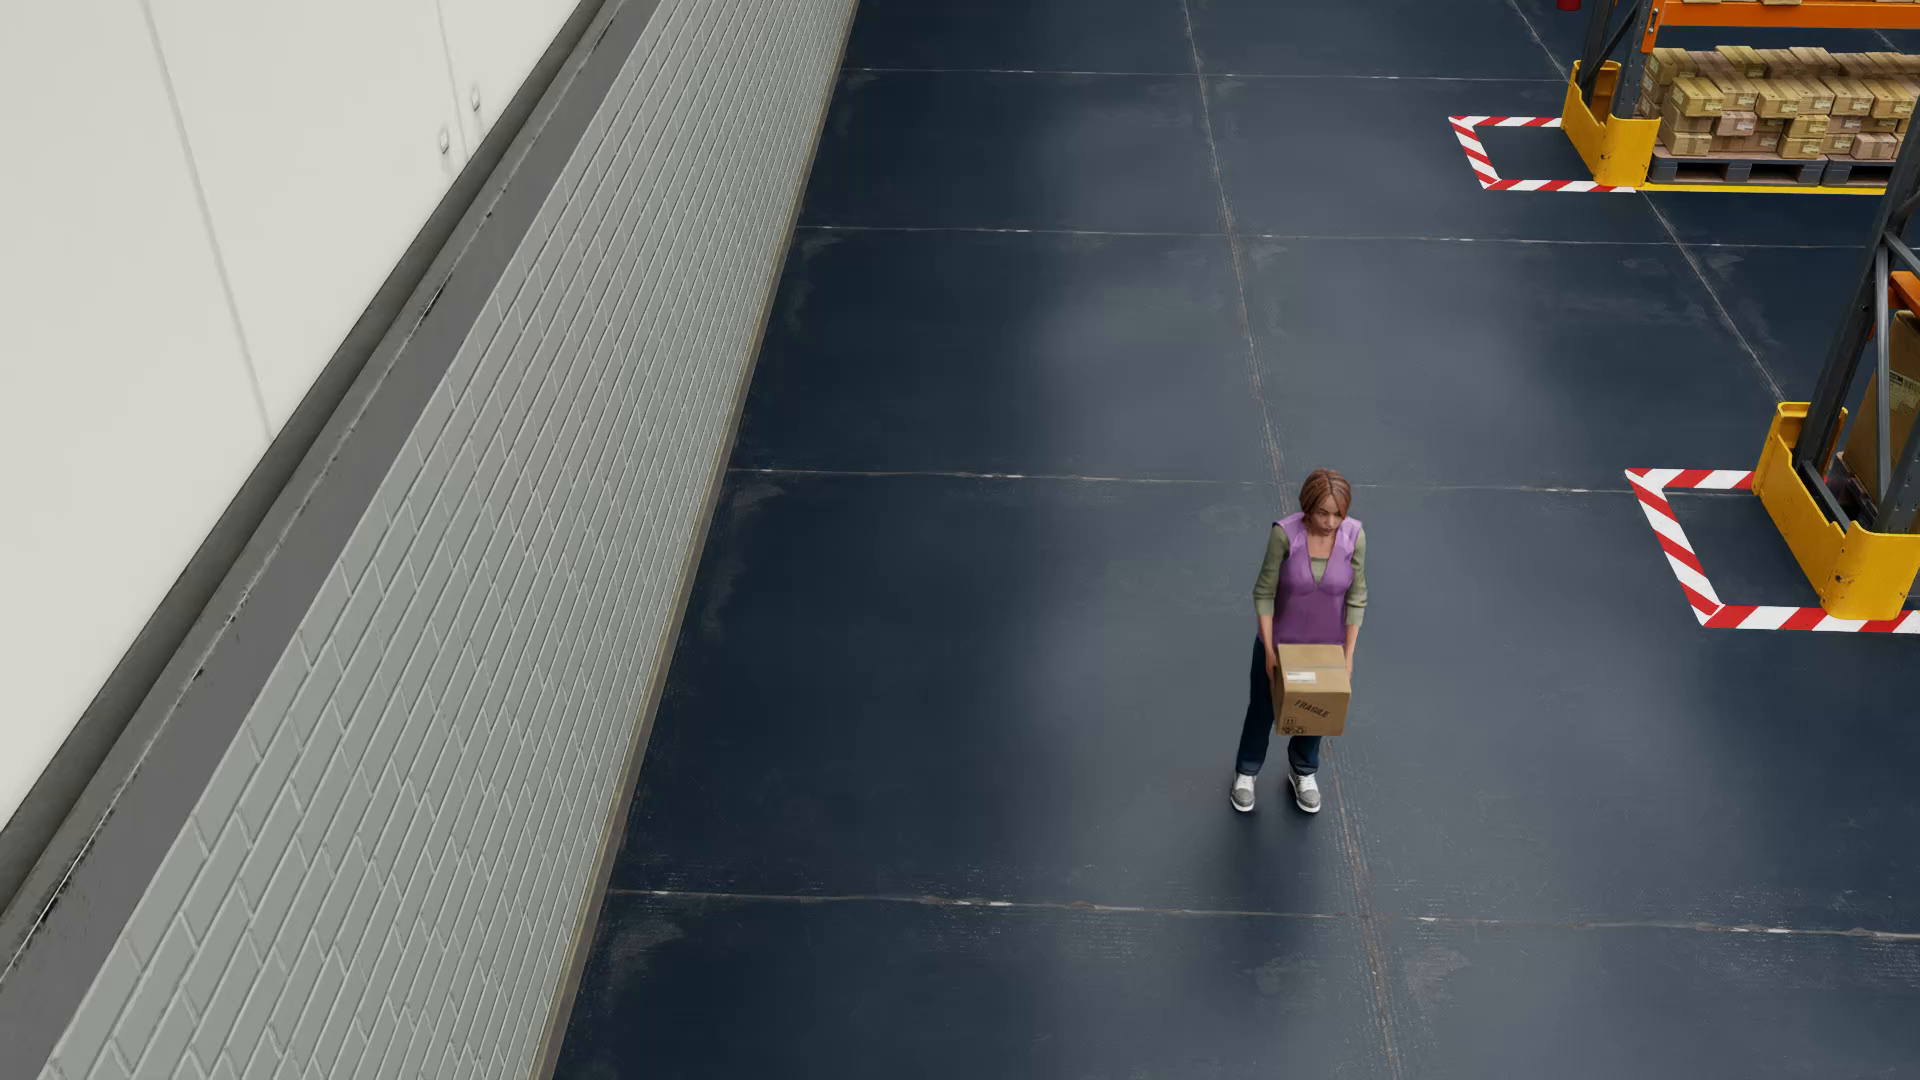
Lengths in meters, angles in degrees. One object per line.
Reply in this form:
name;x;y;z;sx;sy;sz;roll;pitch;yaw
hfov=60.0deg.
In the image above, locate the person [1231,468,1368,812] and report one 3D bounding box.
person;1.350;0.419;6.540;0.444;1.603;0.397;1;36;1
